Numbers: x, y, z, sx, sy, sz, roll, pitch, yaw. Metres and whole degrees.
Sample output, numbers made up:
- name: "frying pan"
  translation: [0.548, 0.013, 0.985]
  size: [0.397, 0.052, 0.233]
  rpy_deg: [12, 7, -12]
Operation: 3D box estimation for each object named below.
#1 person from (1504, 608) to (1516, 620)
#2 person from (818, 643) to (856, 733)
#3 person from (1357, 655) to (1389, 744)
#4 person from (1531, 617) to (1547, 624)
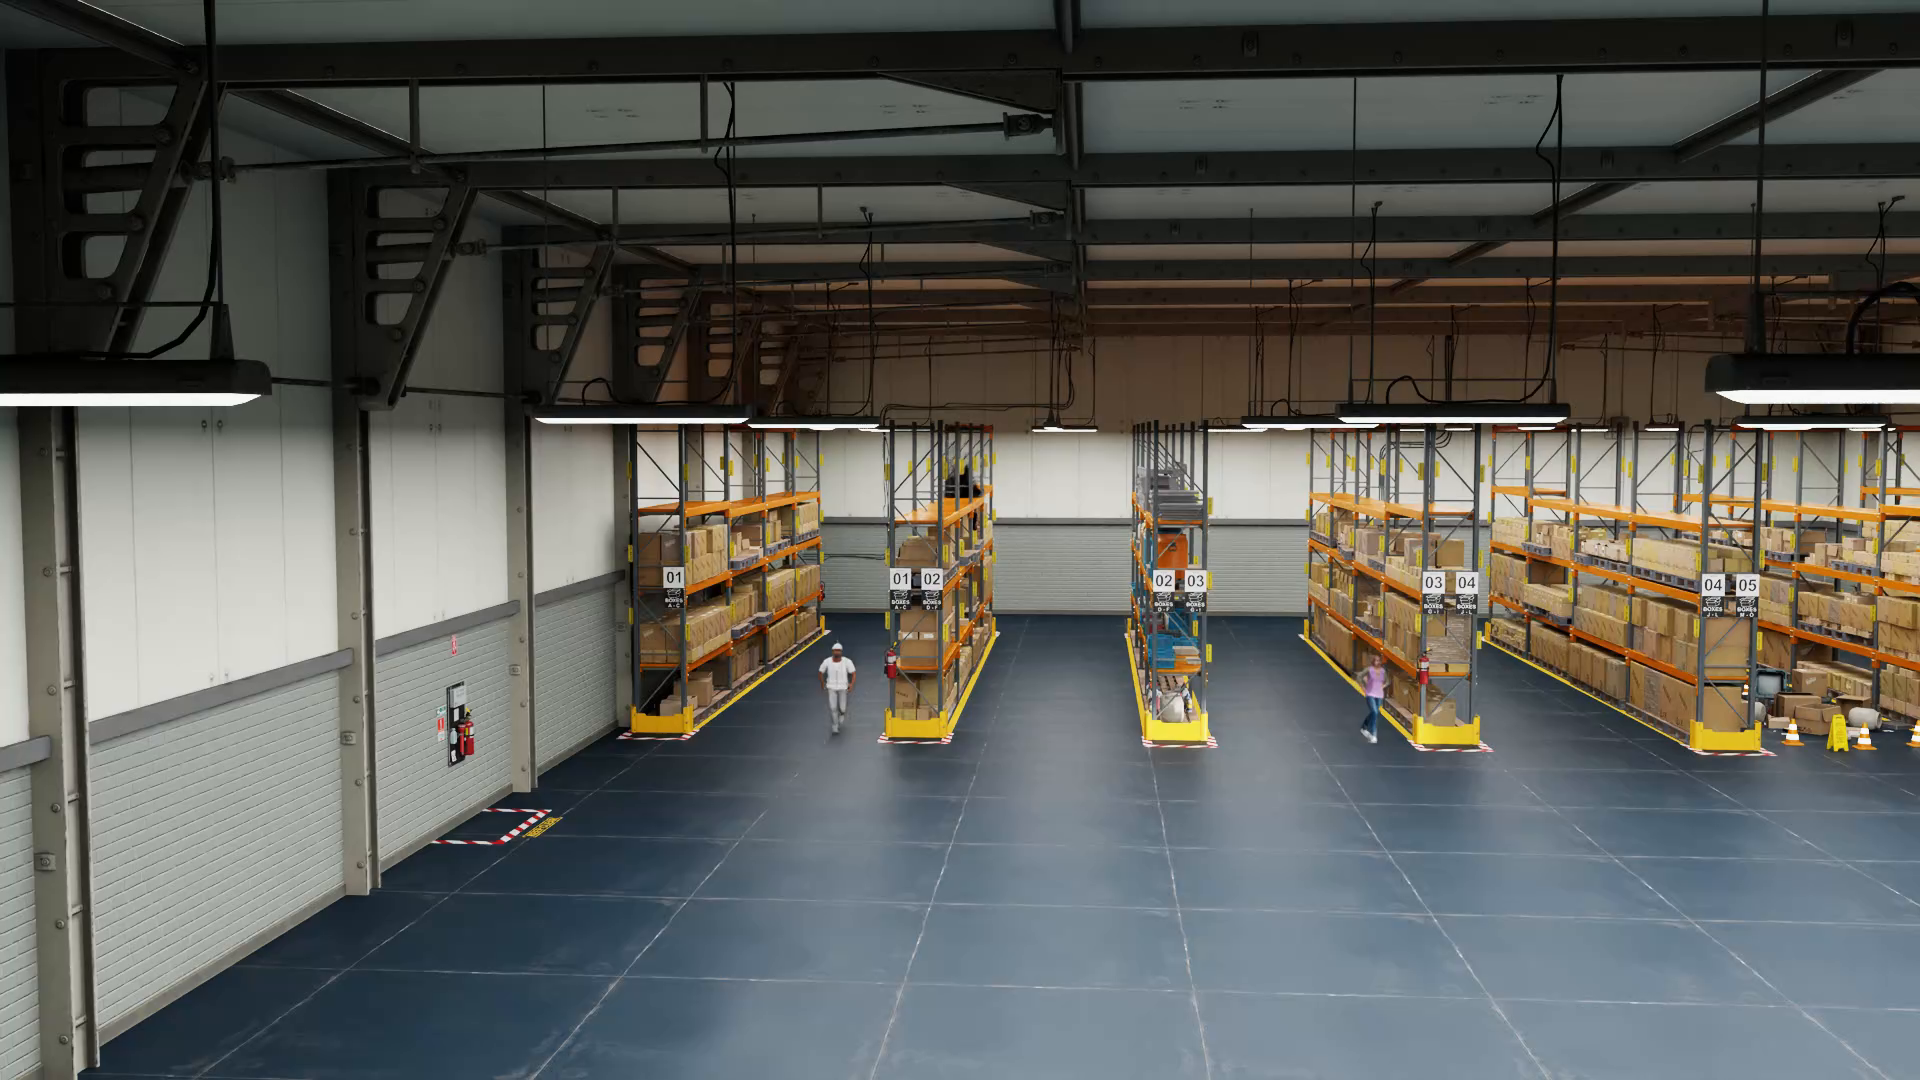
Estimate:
- name: "person"
  translation: [15.826, 1.919, 47.600]
  size: [0.794, 1.597, 0.591]
  rpy_deg: [1, 4, 9]
- name: "person"
  translation: [-2.367, 2.835, 32.030]
  size: [0.737, 1.717, 0.706]
  rpy_deg: [0, 4, -3]
- name: "person"
  translation: [7.744, 2.966, 31.082]
  size: [0.566, 1.656, 0.647]
  rpy_deg: [-1, 4, -12]
- name: "person"
  translation: [16.294, 1.854, 46.980]
  size: [0.717, 1.752, 0.986]
  rpy_deg: [-3, 4, -35]
